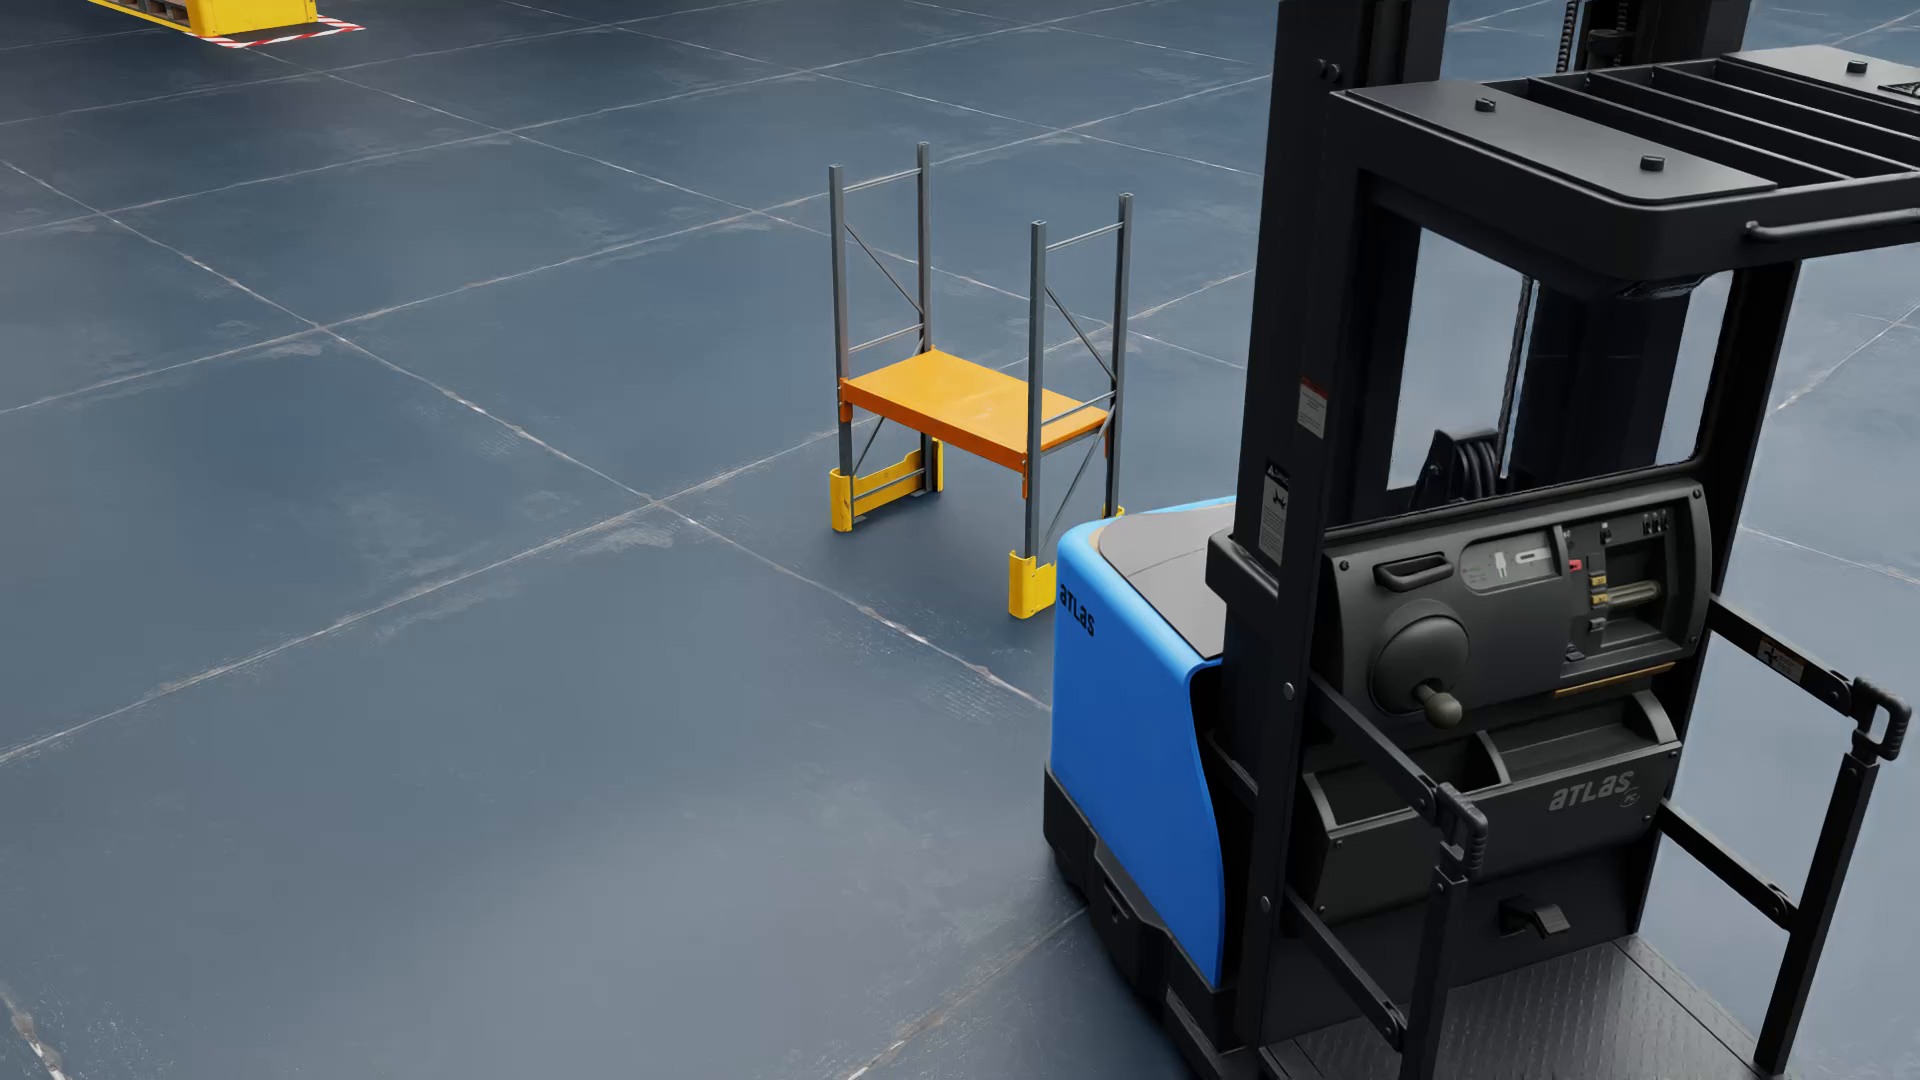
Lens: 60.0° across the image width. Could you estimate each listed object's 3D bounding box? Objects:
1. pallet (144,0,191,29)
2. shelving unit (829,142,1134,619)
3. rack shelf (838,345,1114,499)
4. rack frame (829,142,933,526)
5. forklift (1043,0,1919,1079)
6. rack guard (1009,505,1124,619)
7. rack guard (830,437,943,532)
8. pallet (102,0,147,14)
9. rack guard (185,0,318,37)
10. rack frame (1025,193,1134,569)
[{"bbox_3d":[-7.496,-5.407,16.806,1.213,0.211,1.003,25,36,38],"label":"pallet"},{"bbox_3d":[0.054,-0.639,6.354,1.083,1.500,0.587,25,36,38],"label":"shelving unit"},{"bbox_3d":[0.061,-0.477,6.432,1.000,0.185,0.538,25,36,38],"label":"rack shelf"},{"bbox_3d":[-0.302,-0.802,6.663,0.032,1.500,0.500,25,36,38],"label":"rack frame"},{"bbox_3d":[1.255,0.172,3.274,1.130,2.935,3.031,-10,29,-19],"label":"forklift"},{"bbox_3d":[0.409,0.077,6.335,0.087,0.250,0.587,25,36,38],"label":"rack guard"},{"bbox_3d":[-0.301,-0.248,6.954,0.087,0.250,0.587,25,36,38],"label":"rack guard"},{"bbox_3d":[-8.362,-5.805,17.563,1.213,0.211,1.003,25,36,38],"label":"pallet"},{"bbox_3d":[-6.921,-5.268,16.231,0.348,0.500,1.175,25,36,38],"label":"rack guard"},{"bbox_3d":[0.423,-0.470,6.033,0.032,1.500,0.500,25,36,38],"label":"rack frame"}]
